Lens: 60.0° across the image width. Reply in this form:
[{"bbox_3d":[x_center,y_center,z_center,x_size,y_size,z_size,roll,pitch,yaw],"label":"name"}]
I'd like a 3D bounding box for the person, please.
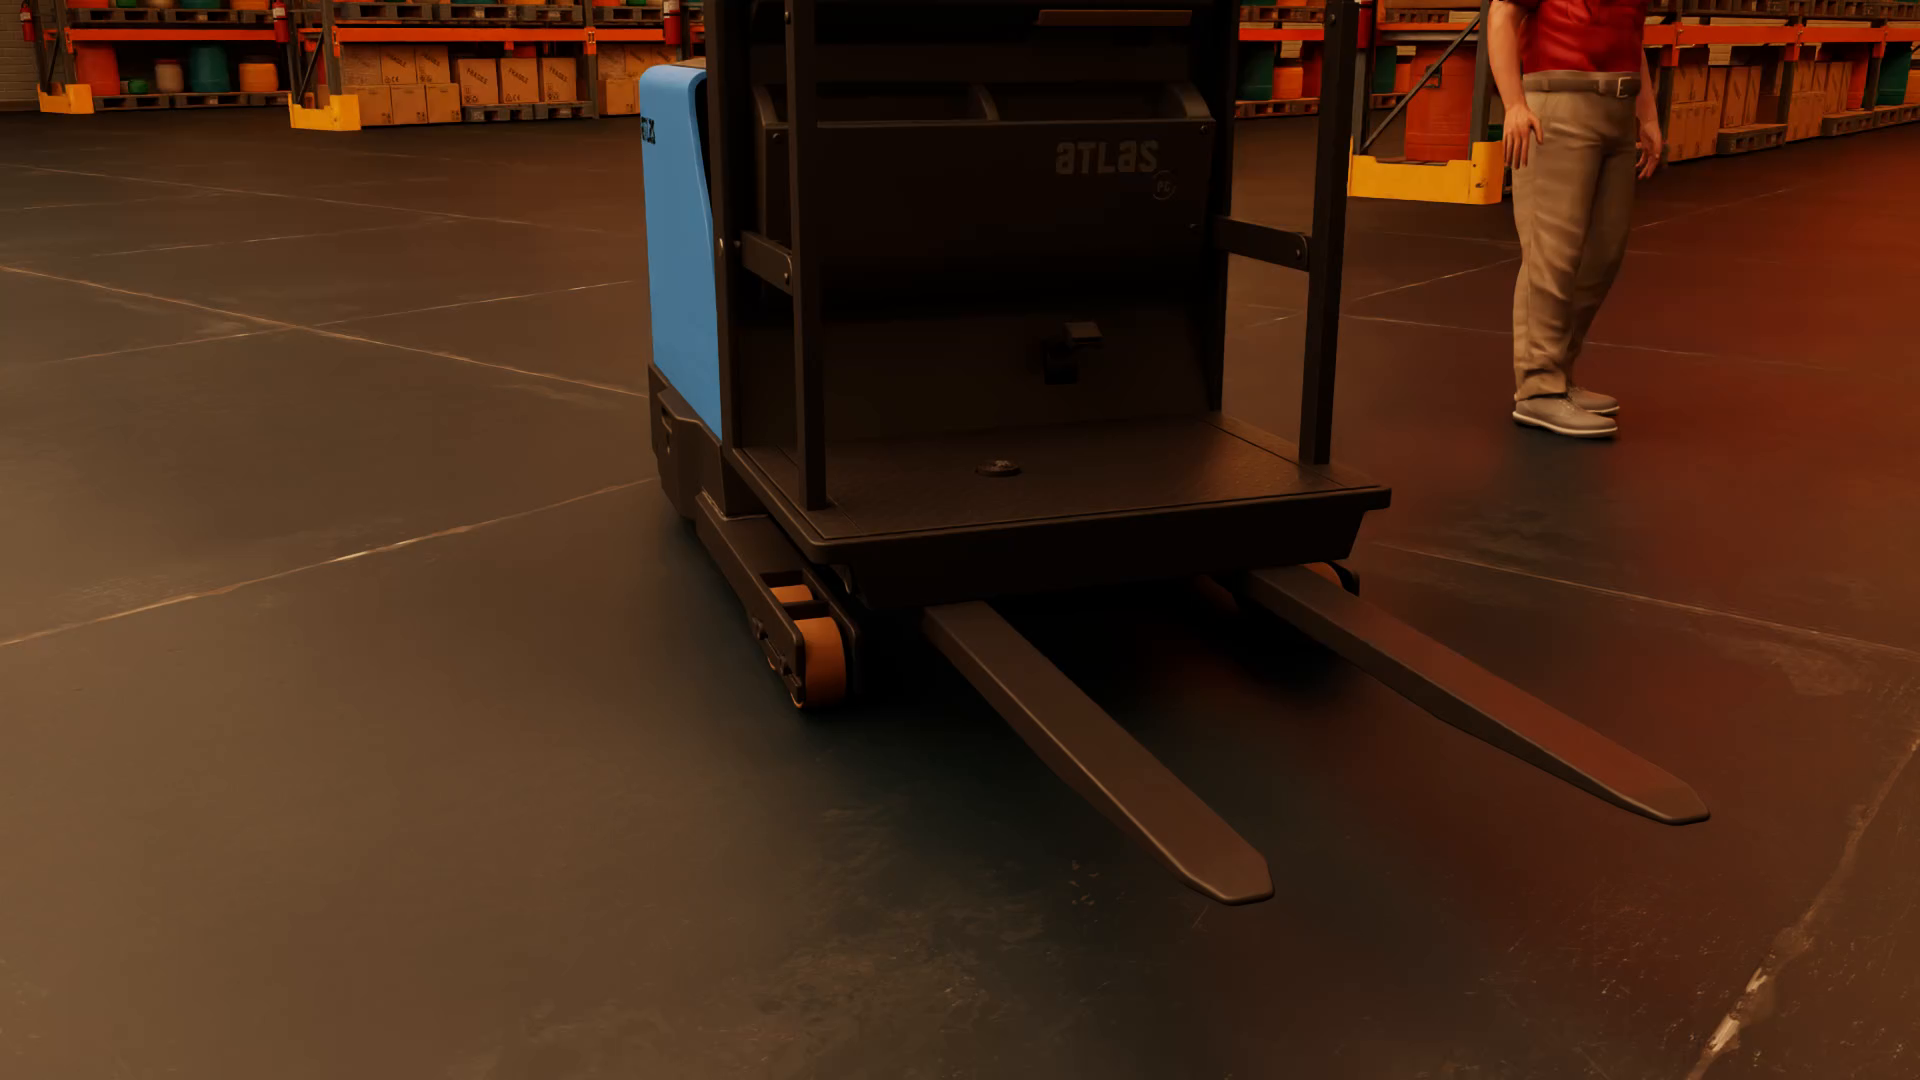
[{"bbox_3d":[1.912,-1.214,4.963,0.702,1.729,0.538,-12,21,-35],"label":"person"}]

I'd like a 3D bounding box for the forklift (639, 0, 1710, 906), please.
[{"bbox_3d":[0.125,-1.234,2.960,1.130,2.935,3.031,-6,18,-18],"label":"forklift"}]
